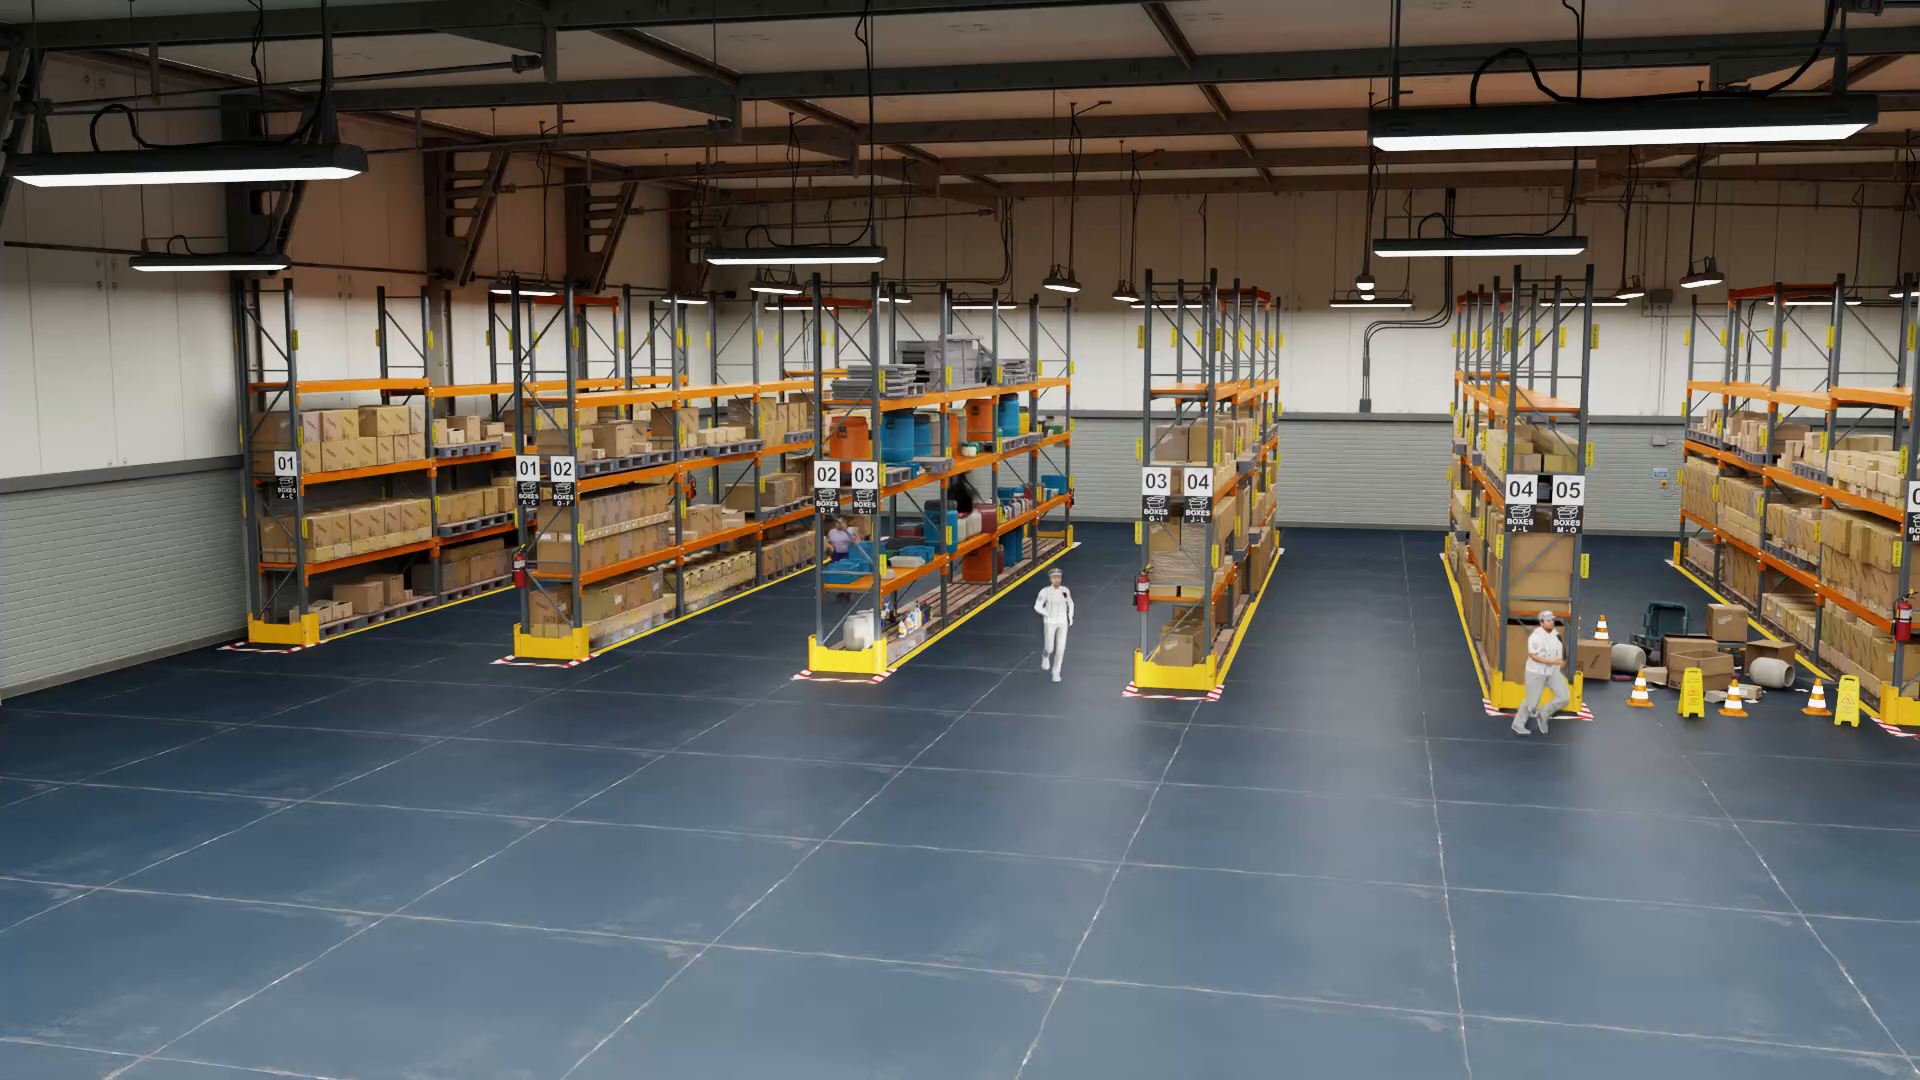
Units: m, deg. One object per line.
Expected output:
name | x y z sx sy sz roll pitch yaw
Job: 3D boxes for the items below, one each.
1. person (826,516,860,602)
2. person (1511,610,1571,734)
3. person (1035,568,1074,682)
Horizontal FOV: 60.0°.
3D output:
person | -2.276 0.429 31.944 0.619 1.605 0.673 1 7 12
person | 7.379 1.678 20.957 0.625 1.622 0.787 -3 8 -26
person | 1.406 1.229 24.639 0.619 1.663 0.684 -1 7 -10
